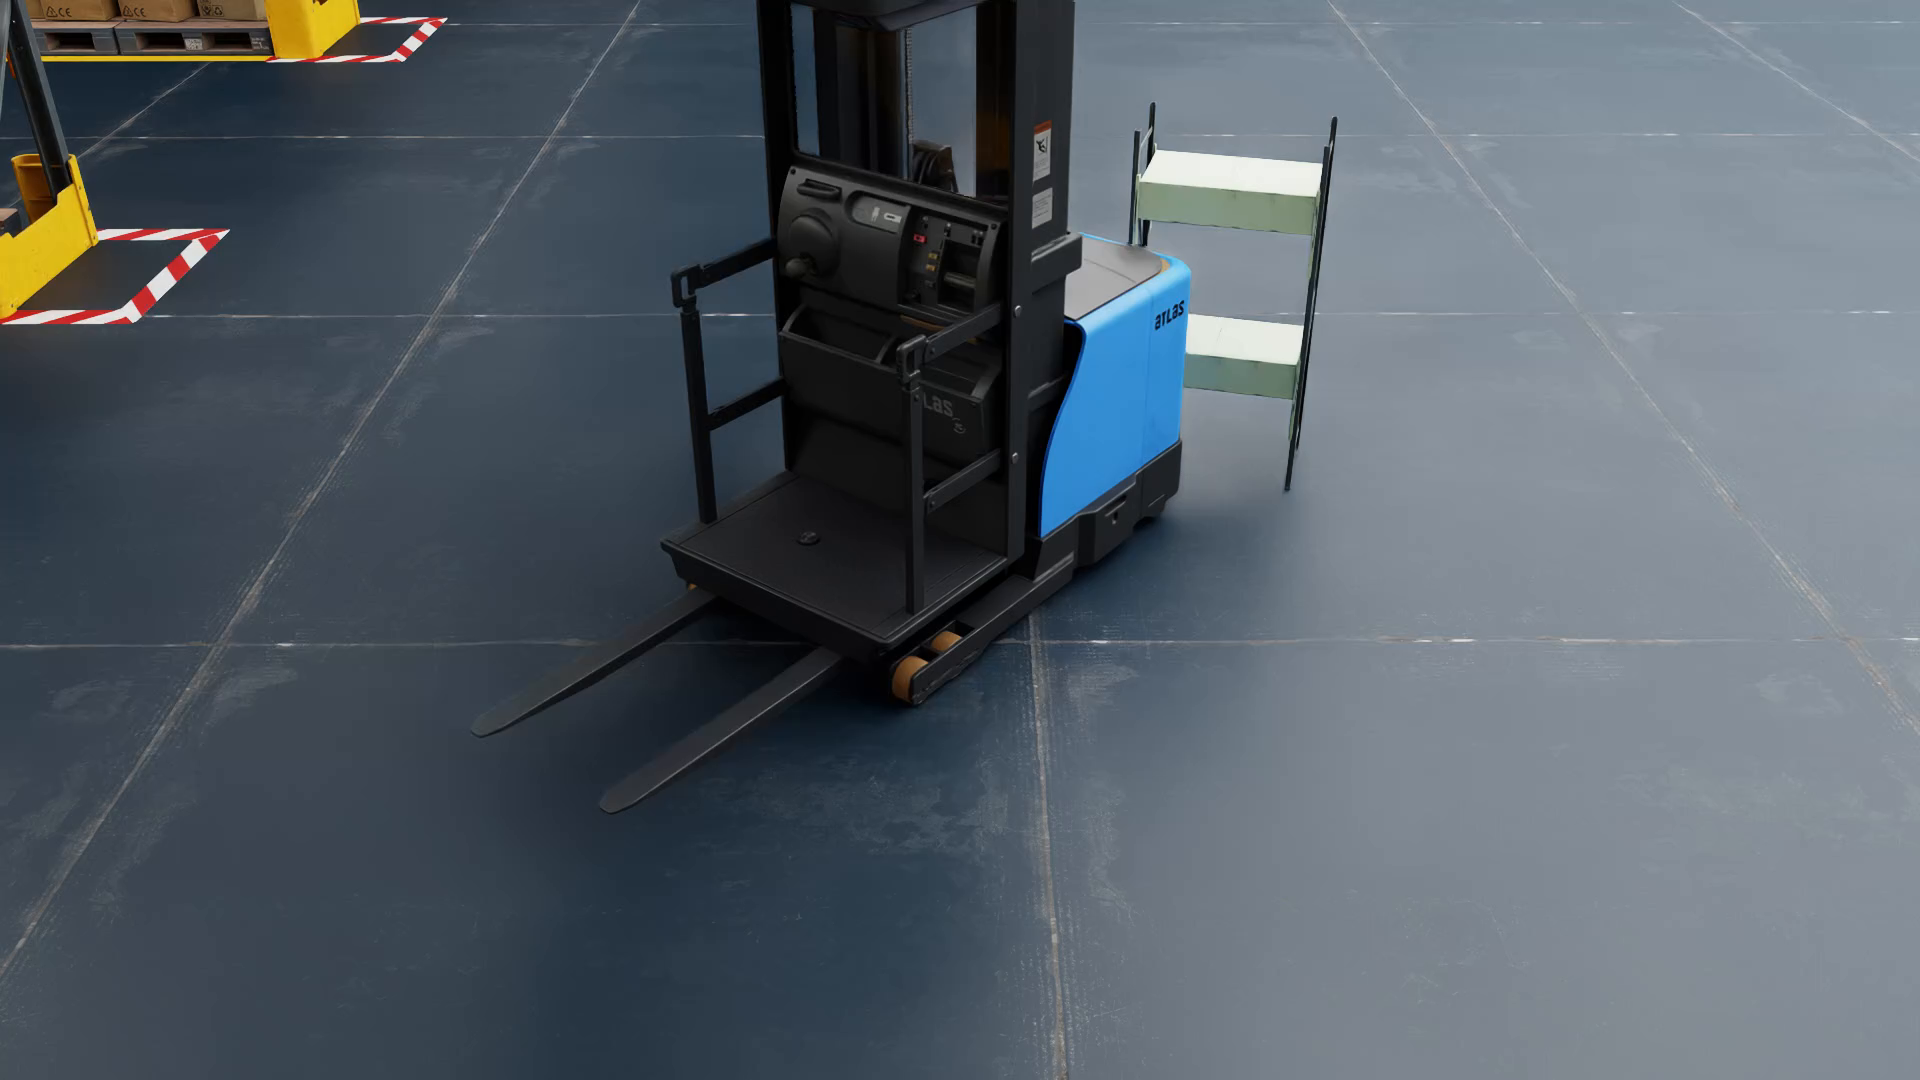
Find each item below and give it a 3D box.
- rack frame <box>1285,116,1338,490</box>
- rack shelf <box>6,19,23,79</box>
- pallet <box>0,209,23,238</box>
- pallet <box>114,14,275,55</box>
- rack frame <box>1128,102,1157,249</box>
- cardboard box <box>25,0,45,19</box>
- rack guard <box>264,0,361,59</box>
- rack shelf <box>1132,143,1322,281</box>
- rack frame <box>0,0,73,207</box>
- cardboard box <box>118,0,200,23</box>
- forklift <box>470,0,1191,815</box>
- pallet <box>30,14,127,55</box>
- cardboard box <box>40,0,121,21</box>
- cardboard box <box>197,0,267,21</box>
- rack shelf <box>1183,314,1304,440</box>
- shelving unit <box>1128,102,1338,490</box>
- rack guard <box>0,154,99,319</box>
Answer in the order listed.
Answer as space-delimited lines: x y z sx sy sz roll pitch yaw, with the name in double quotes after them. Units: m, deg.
1.451 -0.956 6.880 0.023 1.500 0.400 8 32 13 "rack frame"
-7.055 -2.436 8.567 4.000 0.370 1.077 0 31 0 "rack shelf"
-5.943 -1.533 9.074 1.213 0.211 1.003 0 31 0 "pallet"
-5.974 -4.143 13.374 1.213 0.211 1.003 0 31 0 "pallet"
0.744 -1.055 7.044 0.023 1.500 0.400 8 32 13 "rack frame"
-7.492 -4.446 13.192 0.500 0.500 0.500 -3 31 -5 "cardboard box"
-5.161 -4.250 13.273 0.348 0.500 1.175 0 31 0 "rack guard"
1.097 -1.339 6.759 0.720 0.370 0.431 8 32 13 "rack shelf"
-5.055 -2.750 8.391 0.127 3.000 1.000 0 31 0 "rack frame"
-6.307 -4.417 13.143 0.500 0.500 0.500 8 32 13 "cardboard box"
-0.382 -0.970 5.523 1.130 2.935 3.031 22 37 32 "forklift"
-7.191 -4.140 13.370 1.213 0.211 1.003 0 31 0 "pallet"
-6.933 -4.425 13.156 0.500 0.500 0.500 3 31 4 "cardboard box"
-5.710 -4.437 13.176 0.500 0.500 0.500 5 32 9 "cardboard box"
1.097 -0.727 7.131 0.720 0.370 0.431 8 32 13 "rack shelf"
1.097 -1.006 6.962 0.755 1.500 0.431 8 32 13 "shelving unit"
-5.131 -1.657 8.999 0.348 0.500 1.175 0 31 0 "rack guard"
